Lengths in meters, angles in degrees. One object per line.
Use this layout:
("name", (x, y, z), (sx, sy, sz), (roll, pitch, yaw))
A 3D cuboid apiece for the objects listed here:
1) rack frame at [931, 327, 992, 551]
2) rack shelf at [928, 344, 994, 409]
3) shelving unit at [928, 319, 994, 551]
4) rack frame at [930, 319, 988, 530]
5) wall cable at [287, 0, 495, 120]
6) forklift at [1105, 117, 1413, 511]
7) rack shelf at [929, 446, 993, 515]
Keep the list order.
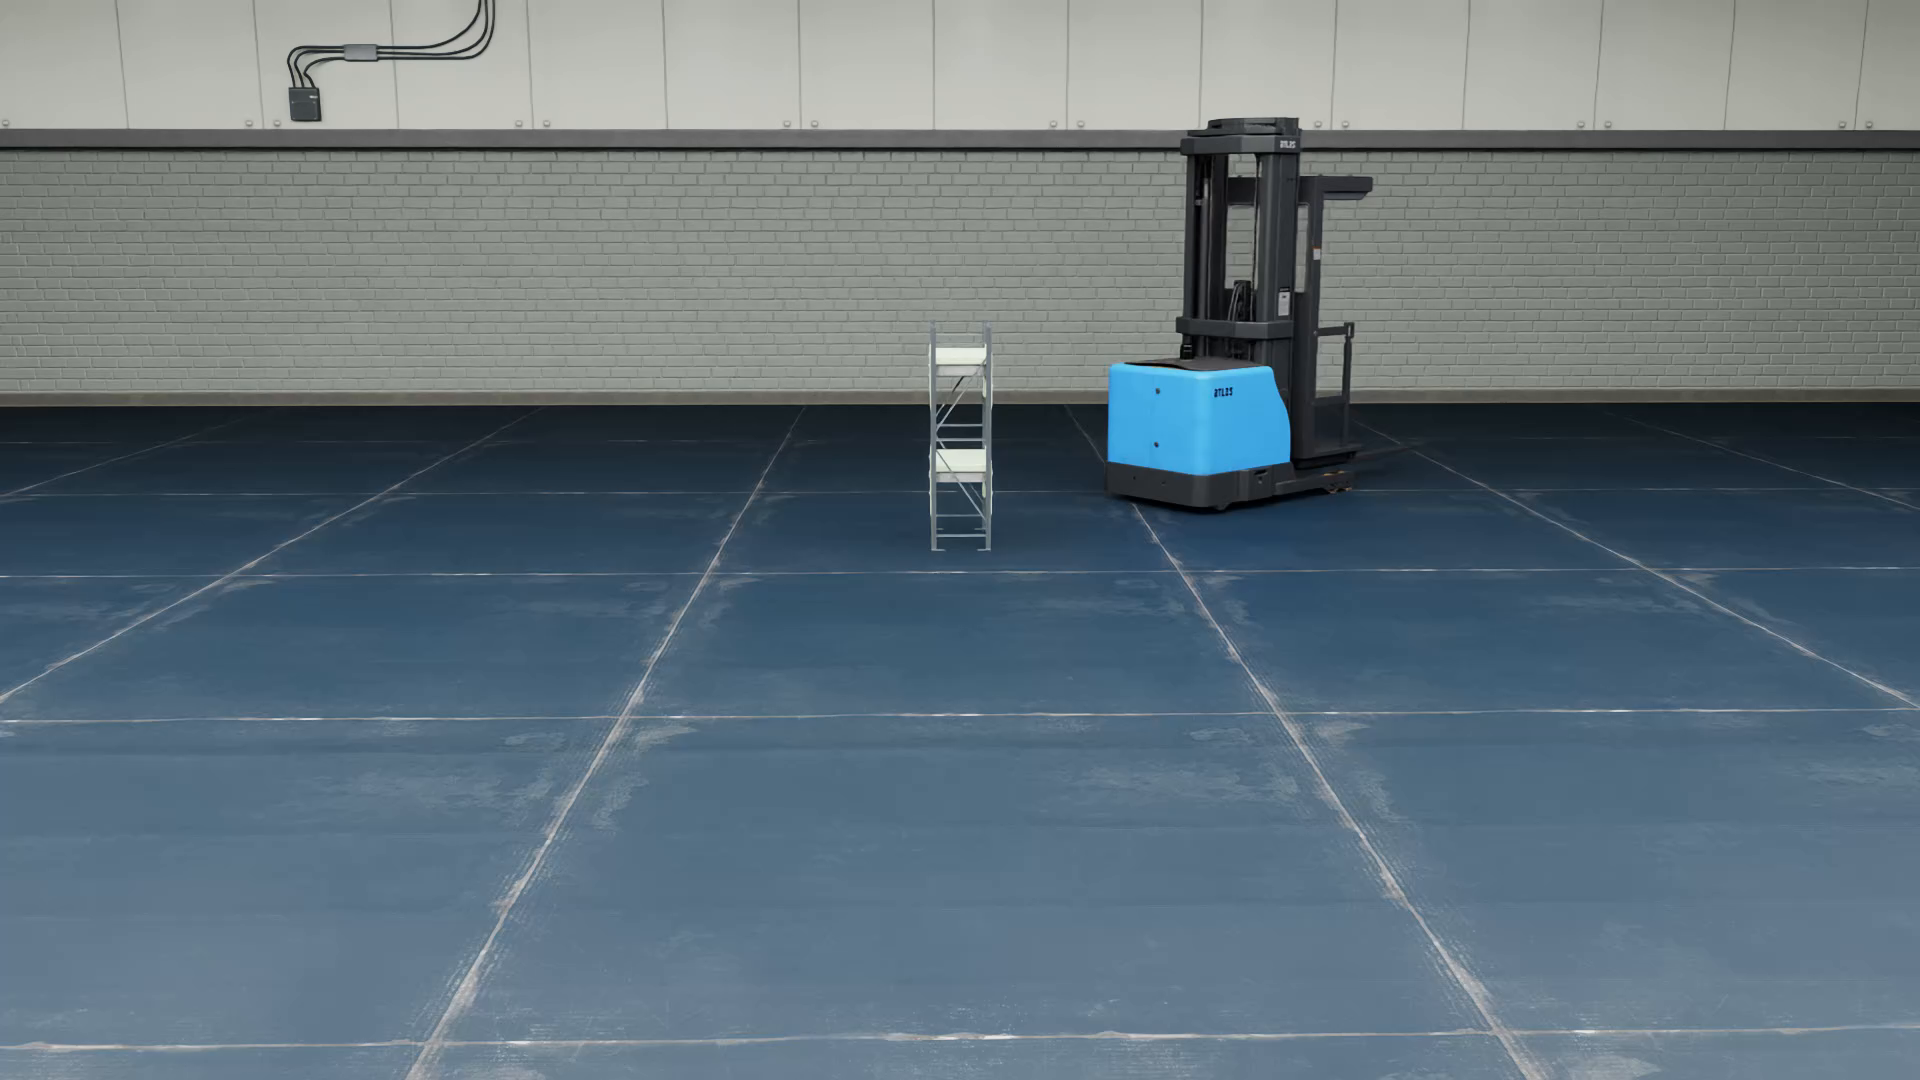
("rack frame", (0.007, -0.664, 11.058), (0.400, 1.500, 0.023), (0, 11, -1))
("rack shelf", (0.000, -1.119, 11.339), (0.431, 0.370, 0.720), (0, 11, -1))
("shelving unit", (0.000, -0.736, 11.417), (0.431, 1.500, 0.755), (0, 11, -1))
("rack frame", (-0.008, -0.809, 11.775), (0.400, 1.500, 0.023), (0, 11, -1))
("wall cable", (-6.287, -7.622, 17.943), (2.305, 6.003, 0.169), (0, 11, -1))
("forklift", (2.582, -1.878, 13.444), (3.031, 2.935, 1.130), (-10, 15, -40))
("rack shelf", (0.000, -0.417, 11.481), (0.431, 0.370, 0.720), (0, 11, -1))
